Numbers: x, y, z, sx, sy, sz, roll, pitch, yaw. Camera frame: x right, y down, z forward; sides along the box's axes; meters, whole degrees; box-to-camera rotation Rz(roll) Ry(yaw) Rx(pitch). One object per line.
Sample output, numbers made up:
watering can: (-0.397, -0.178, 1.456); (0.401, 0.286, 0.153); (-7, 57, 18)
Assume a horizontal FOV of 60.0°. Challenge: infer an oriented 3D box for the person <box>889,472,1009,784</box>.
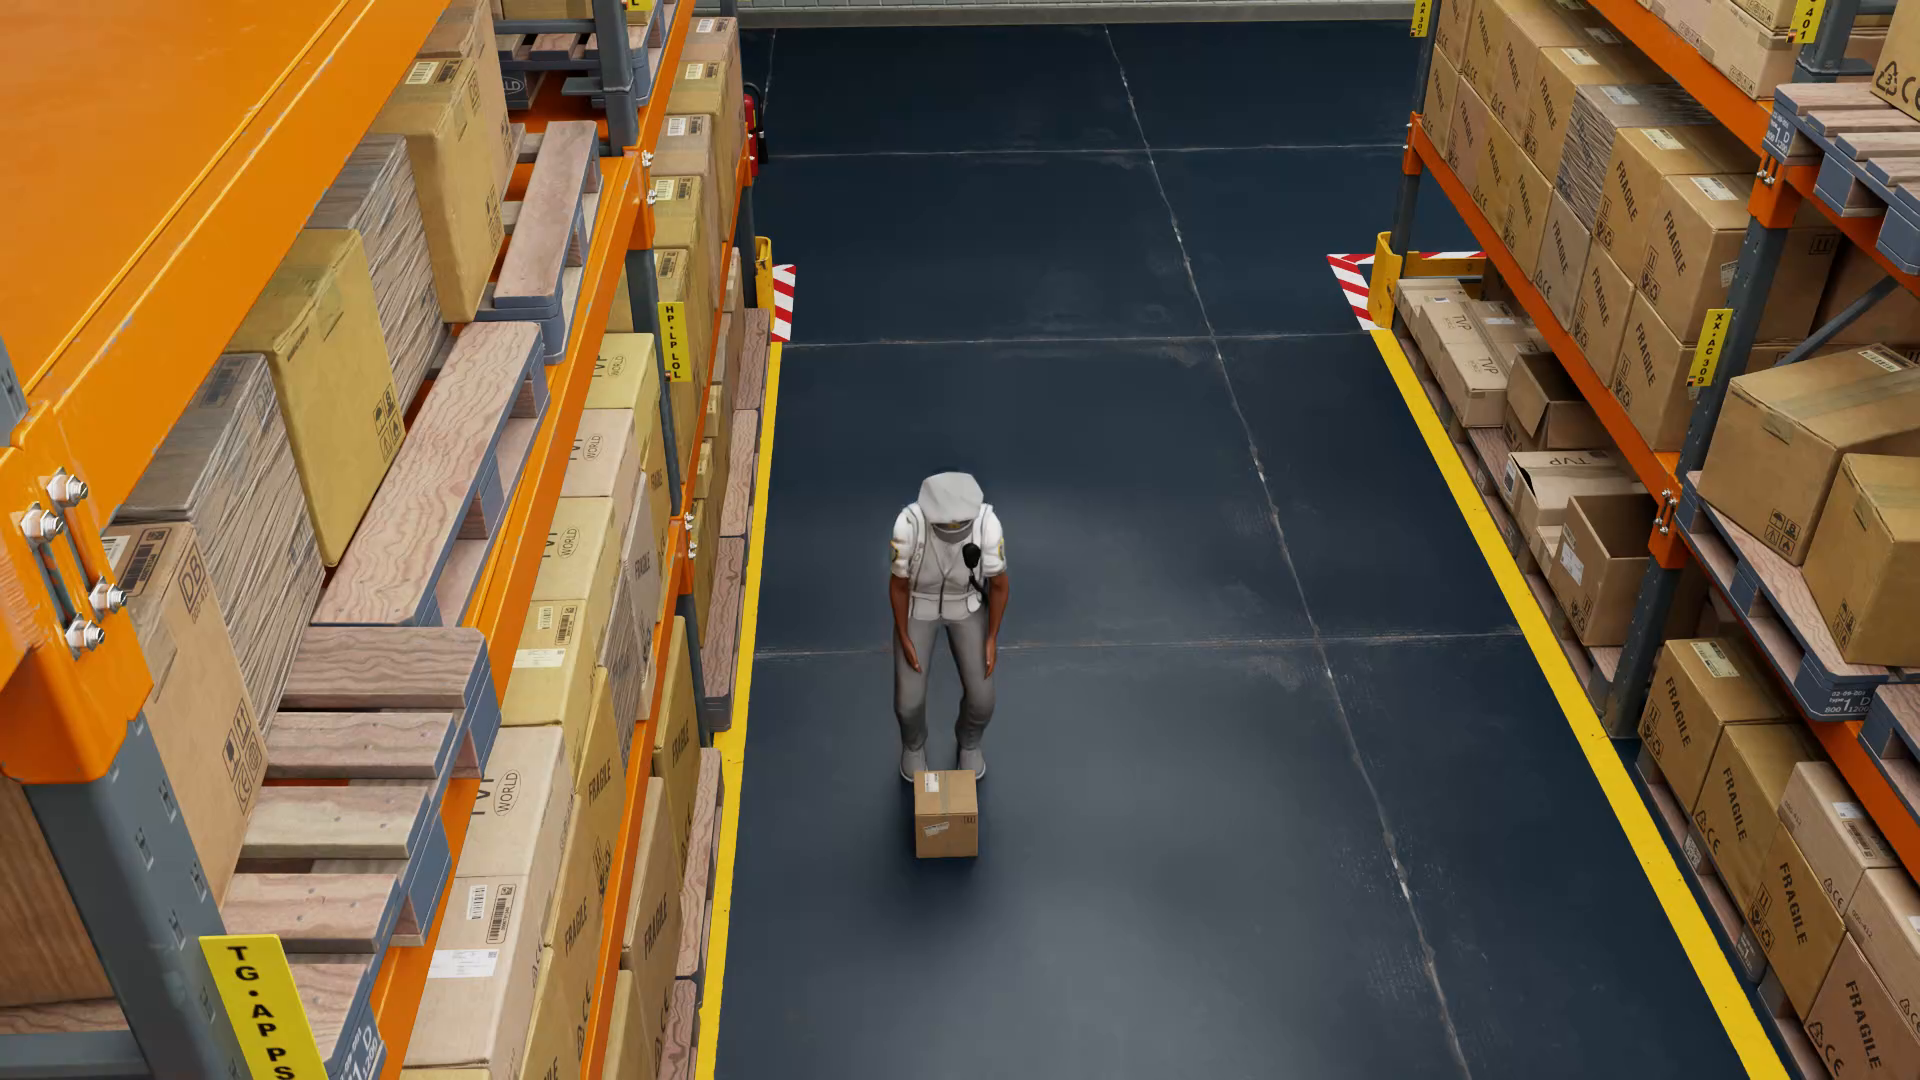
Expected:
person: (-0.044, 0.342, 6.778); (0.480, 1.546, 0.563); (-1, 35, -1)
